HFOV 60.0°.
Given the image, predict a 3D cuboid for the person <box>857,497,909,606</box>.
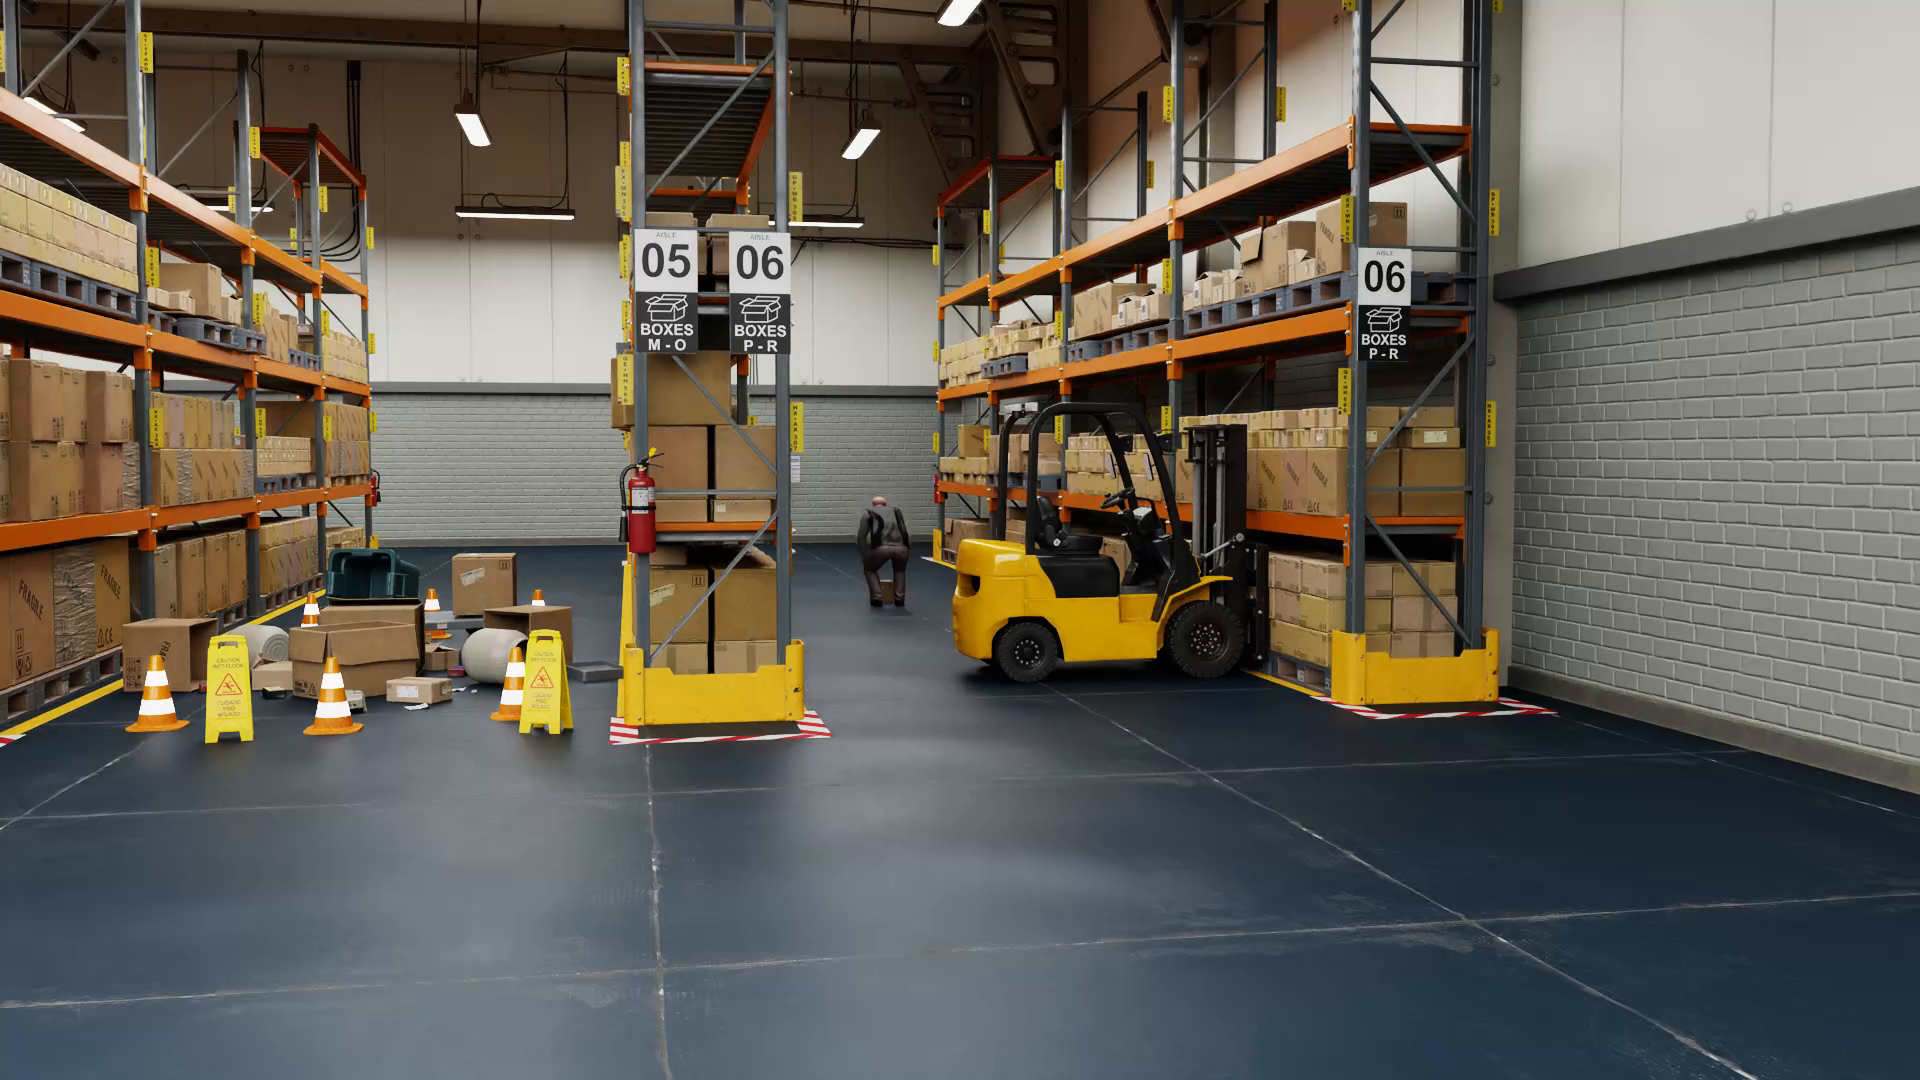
[{"bbox_3d":[-0.888,0.132,19.328,0.585,1.255,0.784,-1,3,-11],"label":"person"}]
